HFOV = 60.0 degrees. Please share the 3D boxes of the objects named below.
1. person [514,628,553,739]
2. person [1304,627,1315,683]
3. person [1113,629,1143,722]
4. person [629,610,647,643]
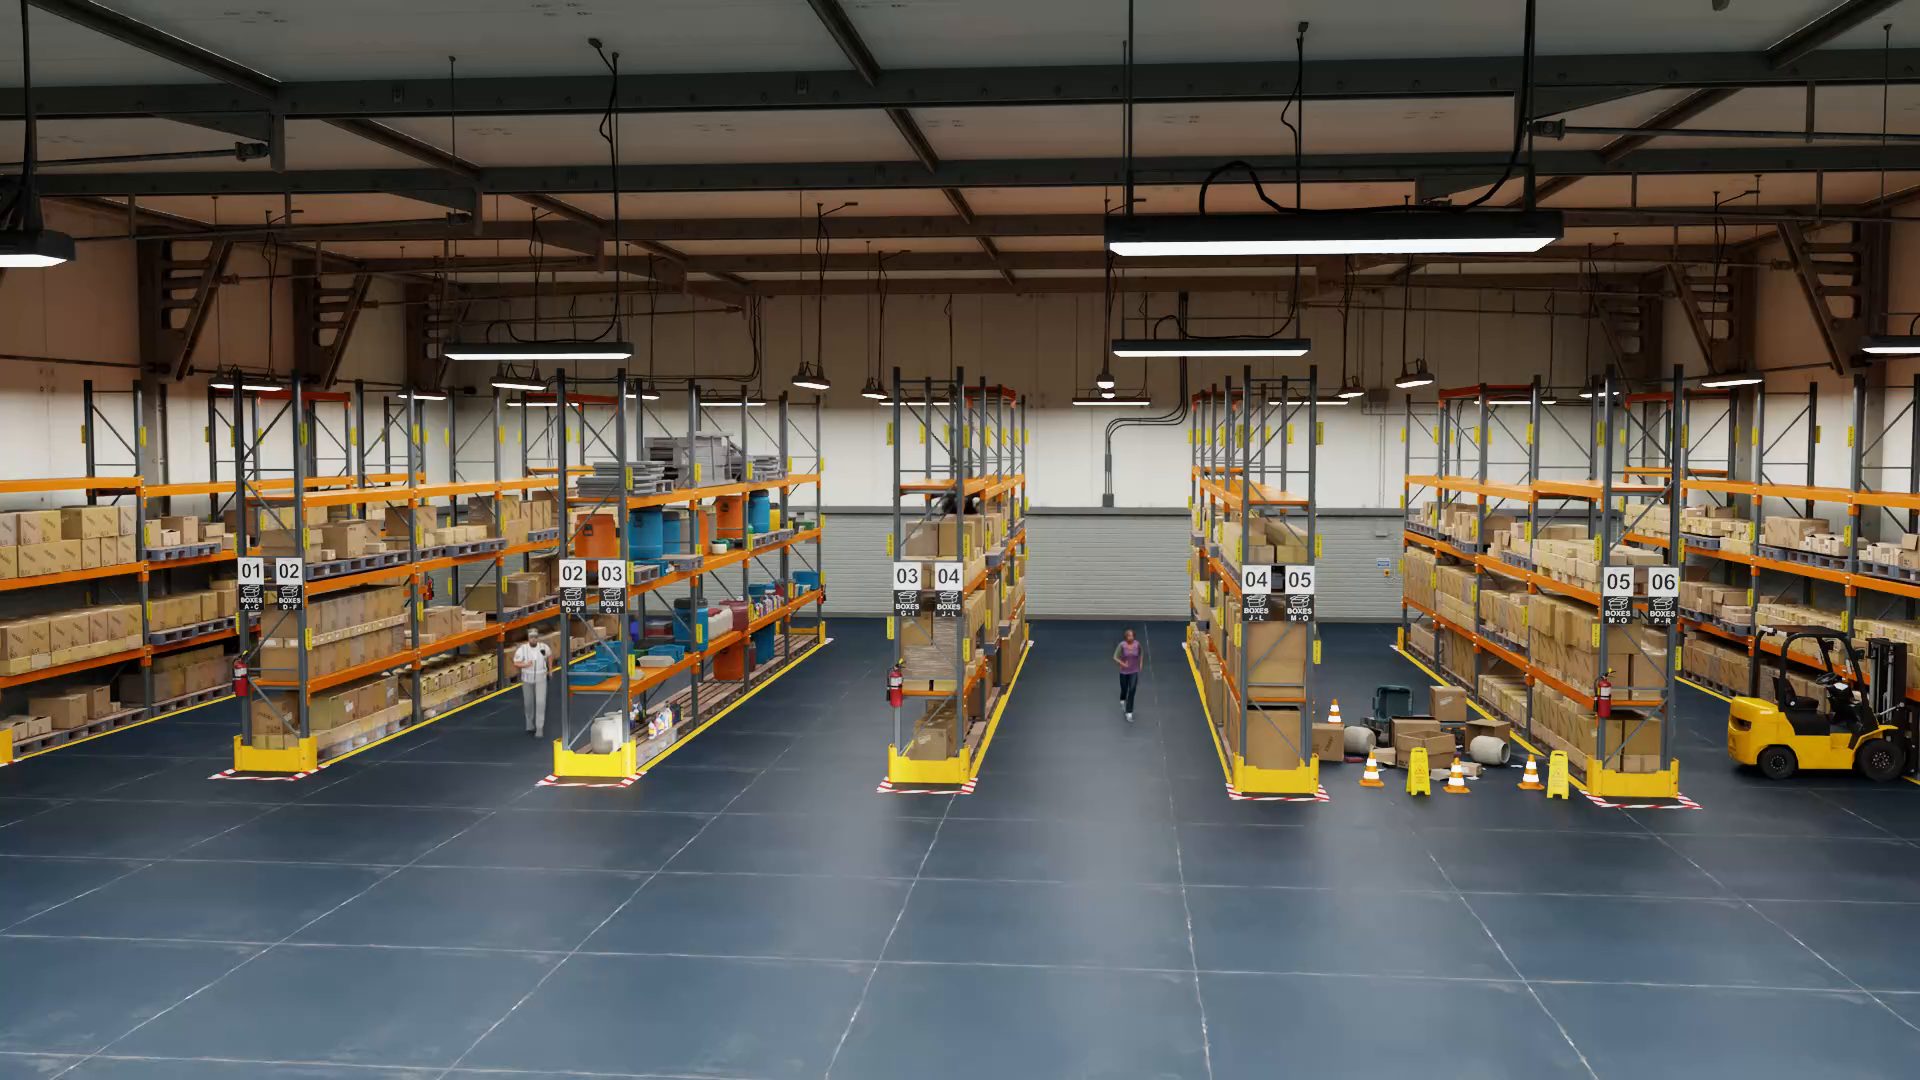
[{"bbox_3d":[-7.154,2.369,27.907,0.641,1.816,0.915,-1,4,-15],"label":"person"},{"bbox_3d":[6.823,2.076,33.210,0.562,1.678,0.948,0,4,1],"label":"person"},{"bbox_3d":[2.995,2.370,29.599,0.565,1.592,0.921,0,4,-5],"label":"person"},{"bbox_3d":[-6.241,2.175,32.380,0.555,1.633,0.624,0,4,6],"label":"person"}]
